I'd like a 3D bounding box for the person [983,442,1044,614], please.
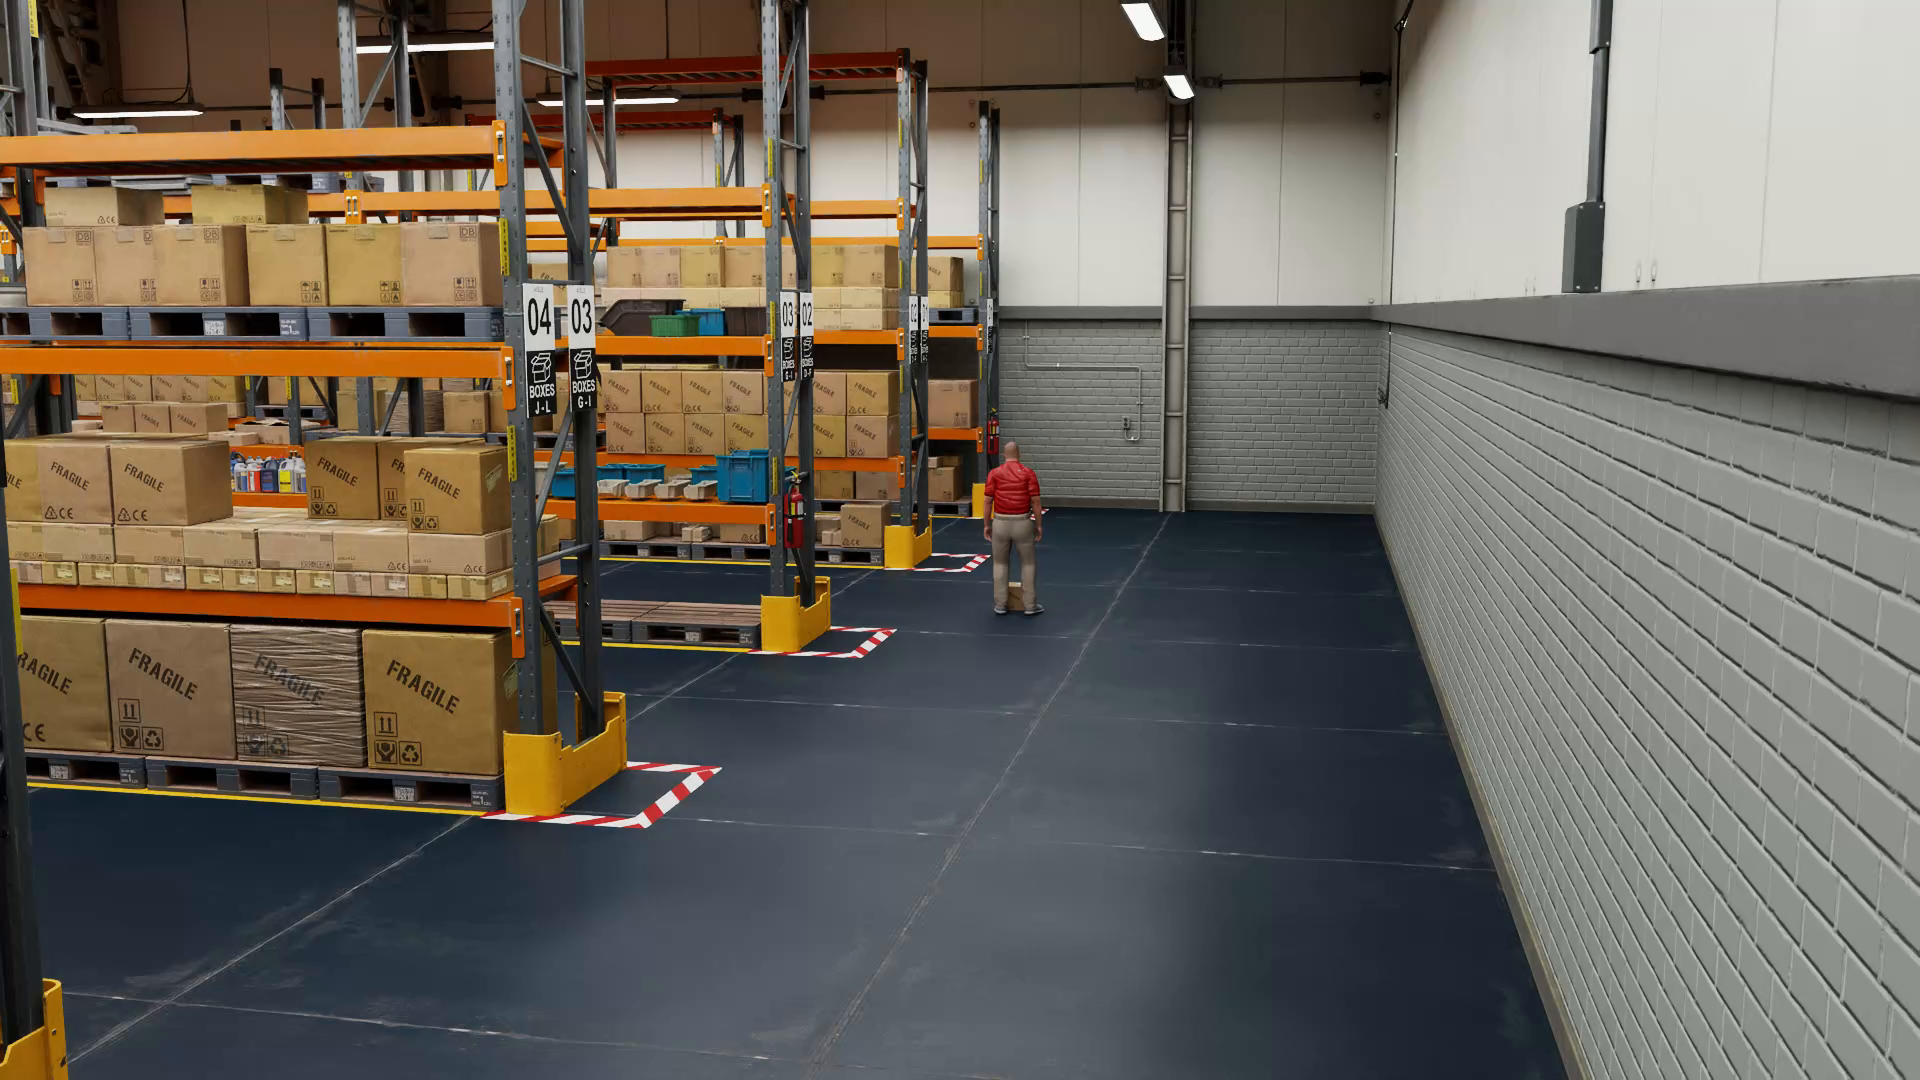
[{"bbox_3d":[0.534,-0.119,16.715,0.602,1.728,0.384,1,8,9],"label":"person"}]
